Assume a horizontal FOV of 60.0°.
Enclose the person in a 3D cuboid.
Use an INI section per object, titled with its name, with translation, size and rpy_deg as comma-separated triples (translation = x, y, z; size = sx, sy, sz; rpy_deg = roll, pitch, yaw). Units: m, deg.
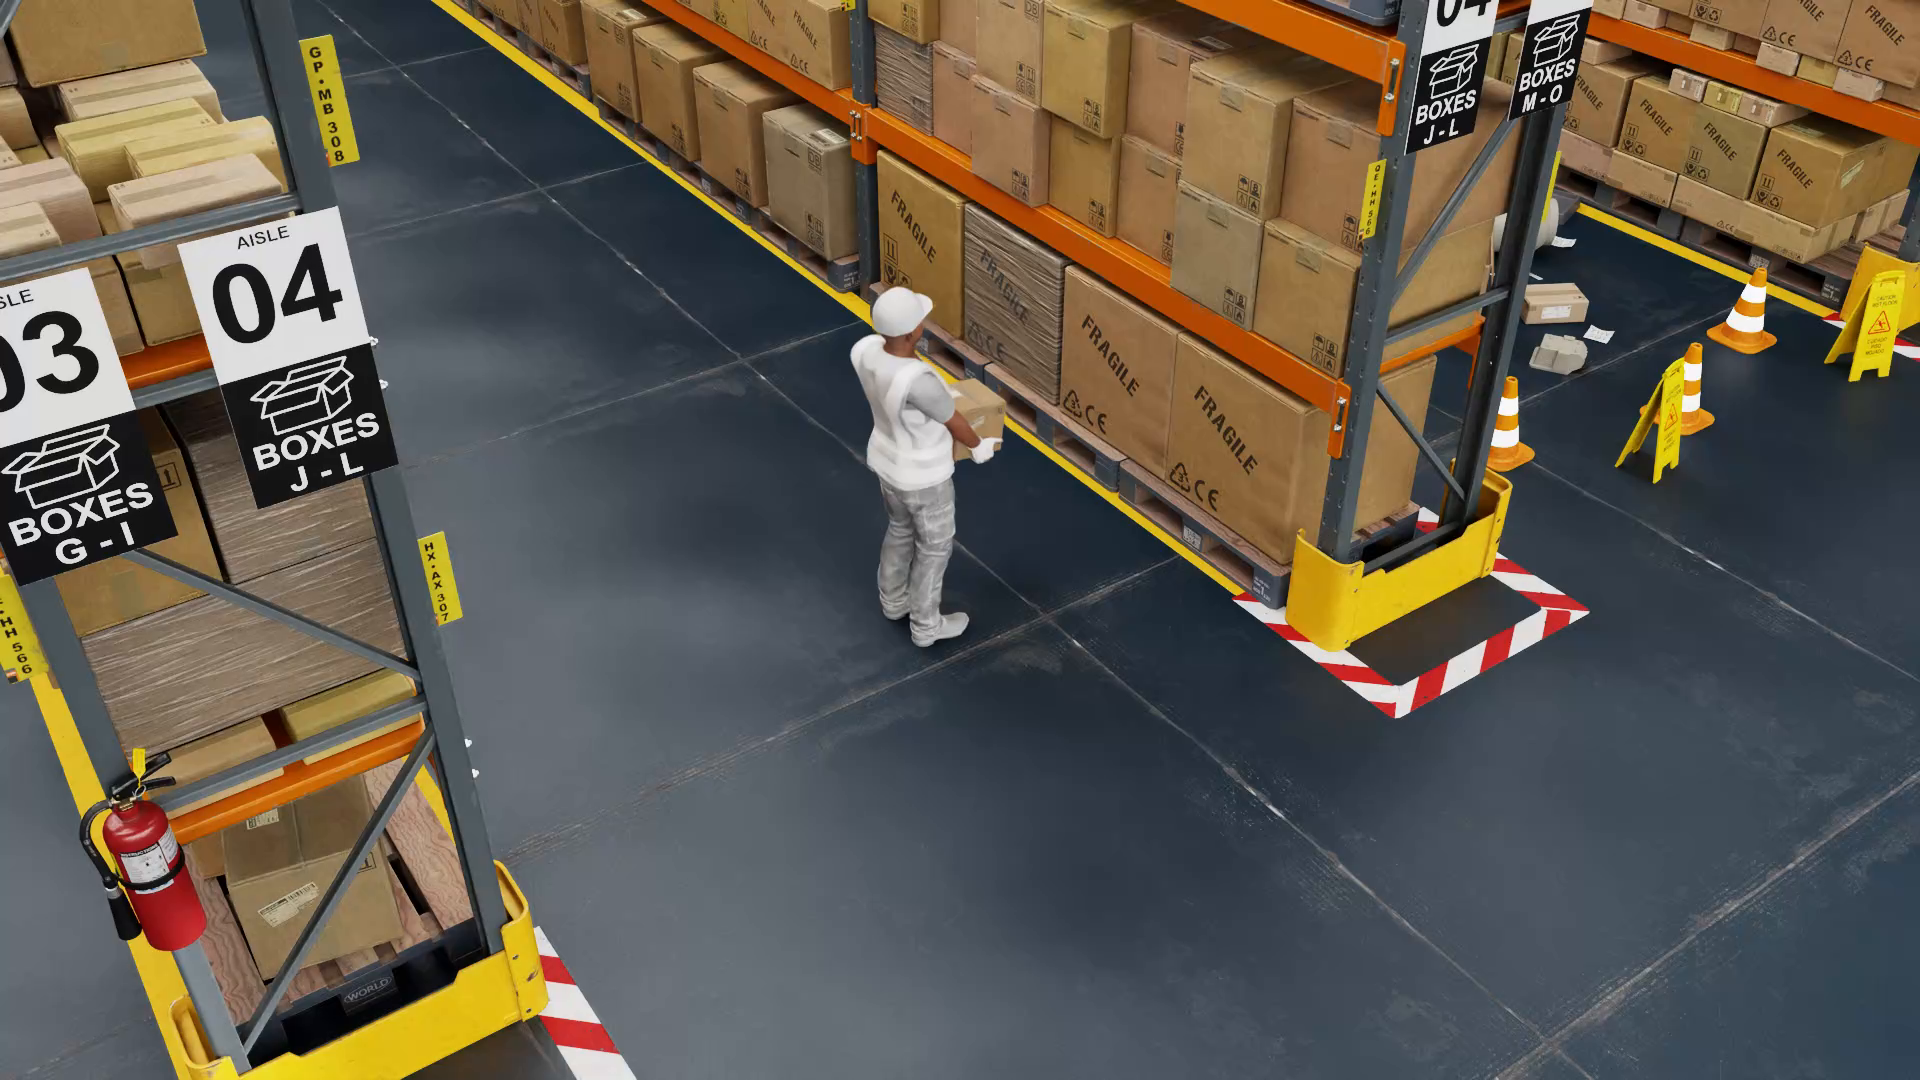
[person]
translation = -0.131, -0.367, 7.494
size = 0.580, 1.779, 0.488
rpy_deg = -22, 41, -27
